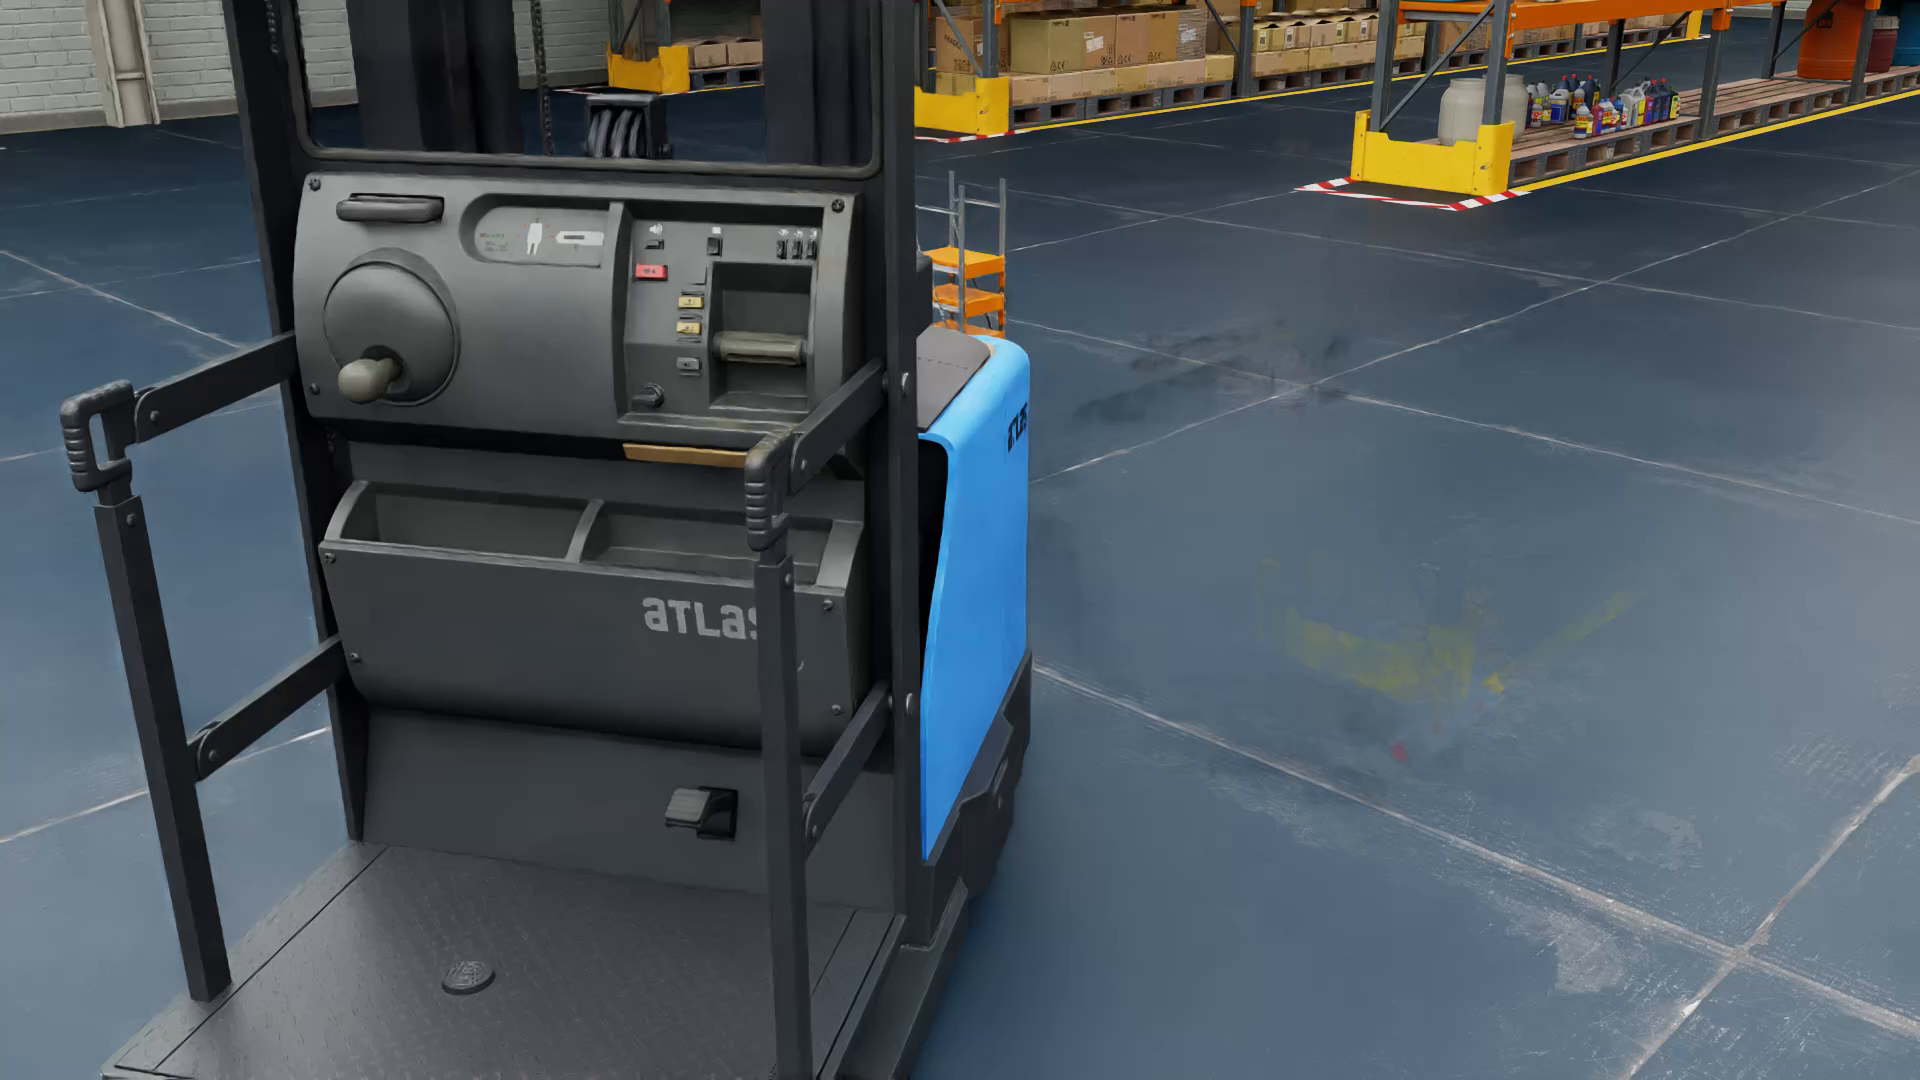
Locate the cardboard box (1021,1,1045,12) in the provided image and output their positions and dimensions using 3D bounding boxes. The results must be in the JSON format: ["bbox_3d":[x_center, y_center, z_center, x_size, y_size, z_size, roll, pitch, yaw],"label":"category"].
[{"bbox_3d":[0.749,-7.185,22.959,0.700,0.500,0.500,19,28,40],"label":"cardboard box"}]

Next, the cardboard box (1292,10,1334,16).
[{"bbox_3d":[4.241,-6.190,19.963,0.500,0.311,0.500,18,28,39],"label":"cardboard box"}]

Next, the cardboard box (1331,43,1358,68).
[{"bbox_3d":[4.276,-5.666,19.382,0.500,0.250,0.500,-20,28,-41],"label":"cardboard box"}]

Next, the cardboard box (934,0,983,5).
[{"bbox_3d":[-0.001,-7.251,22.084,0.500,0.250,0.500,19,28,40],"label":"cardboard box"}]

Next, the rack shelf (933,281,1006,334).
[{"bbox_3d":[-0.010,-0.739,5.279,0.258,0.103,0.180,19,28,41],"label":"rack shelf"}]

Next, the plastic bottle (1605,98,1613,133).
[{"bbox_3d":[5.297,-3.481,13.640,0.097,0.271,0.097,0,21,0],"label":"plastic bottle"}]

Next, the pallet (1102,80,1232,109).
[{"bbox_3d":[2.160,-4.821,17.822,1.003,0.211,1.213,19,28,41],"label":"pallet"}]

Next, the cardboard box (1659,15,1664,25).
[{"bbox_3d":[10.566,-8.001,25.545,0.380,0.166,0.250,19,28,41],"label":"cardboard box"}]

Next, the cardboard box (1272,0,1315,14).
[{"bbox_3d":[5.369,-8.807,27.206,0.700,0.500,0.500,20,29,41],"label":"cardboard box"}]

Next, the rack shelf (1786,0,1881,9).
[{"bbox_3d":[10.477,-6.282,18.740,1.077,0.370,4.000,19,28,41],"label":"rack shelf"}]

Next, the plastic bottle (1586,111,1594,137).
[{"bbox_3d":[5.061,-3.361,13.425,0.097,0.201,0.097,0,21,0],"label":"plastic bottle"}]

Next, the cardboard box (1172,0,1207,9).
[{"bbox_3d":[3.206,-8.156,25.023,0.750,0.750,0.750,19,28,40],"label":"cardboard box"}]

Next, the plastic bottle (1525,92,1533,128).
[{"bbox_3d":[4.740,-3.598,13.927,0.061,0.283,0.133,19,28,41],"label":"plastic bottle"}]

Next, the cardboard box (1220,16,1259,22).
[{"bbox_3d":[3.180,-5.802,18.953,0.500,0.311,0.500,-19,28,-41],"label":"cardboard box"}]

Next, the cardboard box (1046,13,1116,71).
[{"bbox_3d":[1.175,-4.893,16.327,0.500,0.500,0.500,19,28,41],"label":"cardboard box"}]

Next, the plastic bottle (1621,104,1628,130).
[{"bbox_3d":[5.510,-3.527,13.856,0.097,0.201,0.097,0,21,0],"label":"plastic bottle"}]

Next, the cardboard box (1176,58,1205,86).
[{"bbox_3d":[2.222,-4.929,17.464,0.500,0.250,0.500,19,28,41],"label":"cardboard box"}]

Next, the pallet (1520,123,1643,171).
[{"bbox_3d":[4.941,-3.296,13.857,1.003,0.211,1.213,19,28,41],"label":"pallet"}]

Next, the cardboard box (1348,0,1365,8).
[{"bbox_3d":[6.448,-9.206,28.243,0.700,0.500,0.500,18,27,39],"label":"cardboard box"}]

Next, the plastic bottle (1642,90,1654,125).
[{"bbox_3d":[5.830,-3.674,14.124,0.133,0.283,0.061,-18,27,-39],"label":"plastic bottle"}]

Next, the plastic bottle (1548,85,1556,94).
[{"bbox_3d":[5.154,-3.829,14.528,0.133,0.283,0.061,-19,28,-40],"label":"plastic bottle"}]

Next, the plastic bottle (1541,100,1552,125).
[{"bbox_3d":[4.990,-3.646,14.168,0.097,0.201,0.097,0,21,0],"label":"plastic bottle"}]

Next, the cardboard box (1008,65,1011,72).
[{"bbox_3d":[0.457,-4.544,16.462,0.500,0.250,0.500,19,28,41],"label":"cardboard box"}]

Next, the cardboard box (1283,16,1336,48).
[{"bbox_3d":[3.924,-5.795,18.936,0.500,0.311,0.500,18,27,39],"label":"cardboard box"}]

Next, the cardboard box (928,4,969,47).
[{"bbox_3d":[-0.306,-6.787,21.922,0.500,0.500,0.700,-19,28,-40],"label":"cardboard box"}]

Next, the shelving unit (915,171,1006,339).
[{"bbox_3d":[-0.010,-0.556,5.350,0.258,1.200,0.189,19,28,41],"label":"shelving unit"}]

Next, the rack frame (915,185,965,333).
[{"bbox_3d":[-0.074,-0.533,5.288,0.240,1.200,0.006,19,28,41],"label":"rack frame"}]

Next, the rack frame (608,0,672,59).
[{"bbox_3d":[-3.598,-6.527,18.374,1.000,3.000,0.127,19,28,41],"label":"rack frame"}]

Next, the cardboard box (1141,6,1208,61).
[{"bbox_3d":[2.220,-5.279,17.331,0.500,0.500,0.500,19,28,41],"label":"cardboard box"}]

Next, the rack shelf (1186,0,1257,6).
[{"bbox_3d":[4.140,-6.494,19.293,1.077,0.370,4.000,19,28,41],"label":"rack shelf"}]

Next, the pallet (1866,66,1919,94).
[{"bbox_3d":[10.452,-5.327,19.140,1.003,0.211,1.213,19,28,41],"label":"pallet"}]

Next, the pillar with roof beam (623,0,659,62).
[{"bbox_3d":[-0.645,-8.646,15.526,9.100,9.000,0.400,19,28,41],"label":"pillar with roof beam"}]

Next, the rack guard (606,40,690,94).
[{"bbox_3d":[-3.545,-5.379,18.874,1.175,0.500,0.348,19,28,41],"label":"rack guard"}]

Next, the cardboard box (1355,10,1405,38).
[{"bbox_3d":[4.988,-6.187,19.956,0.500,0.311,0.500,19,28,40],"label":"cardboard box"}]

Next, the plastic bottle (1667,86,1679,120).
[{"bbox_3d":[6.192,-3.807,14.470,0.133,0.283,0.061,-18,28,-39],"label":"plastic bottle"}]

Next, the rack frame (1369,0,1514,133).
[{"bbox_3d":[3.500,-4.047,11.923,1.000,3.000,0.127,19,28,41],"label":"rack frame"}]

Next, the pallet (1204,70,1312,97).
[{"bbox_3d":[3.231,-5.214,18.845,1.003,0.211,1.213,19,28,41],"label":"pallet"}]

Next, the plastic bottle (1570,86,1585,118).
[{"bbox_3d":[5.416,-3.836,14.564,0.097,0.271,0.097,0,21,0],"label":"plastic bottle"}]

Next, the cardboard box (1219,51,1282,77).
[{"bbox_3d":[3.203,-5.270,18.353,0.500,0.250,0.500,18,28,39],"label":"cardboard box"}]

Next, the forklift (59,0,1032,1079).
[{"bbox_3d":[-0.664,-0.356,2.417,1.130,2.935,3.031,5,22,12],"label":"forklift"}]

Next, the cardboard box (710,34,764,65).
[{"bbox_3d":[-2.653,-5.779,19.563,0.500,0.311,0.500,-17,27,-38],"label":"cardboard box"}]

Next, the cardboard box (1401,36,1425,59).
[{"bbox_3d":[5.343,-6.061,20.409,0.500,0.250,0.500,-19,28,-41],"label":"cardboard box"}]

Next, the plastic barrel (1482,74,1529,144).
[{"bbox_3d":[4.255,-3.399,13.119,0.421,0.512,0.421,0,21,0],"label":"plastic barrel"}]

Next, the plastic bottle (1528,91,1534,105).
[{"bbox_3d":[4.760,-3.657,14.090,0.152,0.276,0.135,18,28,39],"label":"plastic bottle"}]

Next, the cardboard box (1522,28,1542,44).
[{"bbox_3d":[7.485,-6.959,22.369,0.500,0.500,0.500,20,29,41],"label":"cardboard box"}]

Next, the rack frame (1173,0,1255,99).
[{"bbox_3d":[2.745,-6.316,17.826,1.000,3.000,0.127,19,28,41],"label":"rack frame"}]

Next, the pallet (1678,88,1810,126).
[{"bbox_3d":[7.662,-4.300,16.469,1.003,0.211,1.213,19,28,41],"label":"pallet"}]

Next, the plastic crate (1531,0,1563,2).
[{"bbox_3d":[4.355,-4.074,12.360,0.298,0.136,0.250,19,28,41],"label":"plastic crate"}]

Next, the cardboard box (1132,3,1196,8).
[{"bbox_3d":[2.197,-5.538,18.004,0.500,0.500,0.500,19,28,41],"label":"cardboard box"}]

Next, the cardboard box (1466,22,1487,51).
[{"bbox_3d":[6.418,-6.564,21.343,0.500,0.500,0.500,18,27,39],"label":"cardboard box"}]

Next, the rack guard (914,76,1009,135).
[{"bbox_3d":[-0.063,-4.115,15.584,1.175,0.500,0.348,19,28,41],"label":"rack guard"}]

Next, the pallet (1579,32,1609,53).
[{"bbox_3d":[8.805,-7.247,24.136,1.003,0.211,1.213,19,28,41],"label":"pallet"}]

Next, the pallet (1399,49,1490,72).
[{"bbox_3d":[6.083,-6.225,21.476,1.003,0.211,1.213,19,28,41],"label":"pallet"}]

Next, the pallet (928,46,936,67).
[{"bbox_3d":[-0.265,-6.454,22.071,1.003,0.211,1.213,19,28,41],"label":"pallet"}]

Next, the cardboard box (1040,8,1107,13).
[{"bbox_3d":[1.152,-5.152,16.999,0.500,0.500,0.500,19,28,41],"label":"cardboard box"}]

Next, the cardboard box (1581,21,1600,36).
[{"bbox_3d":[8.773,-7.377,23.720,0.500,0.311,0.500,19,28,41],"label":"cardboard box"}]

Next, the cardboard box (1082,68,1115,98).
[{"bbox_3d":[1.183,-4.540,16.454,0.500,0.250,0.500,19,28,41],"label":"cardboard box"}]

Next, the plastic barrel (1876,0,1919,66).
[{"bbox_3d":[10.986,-6.031,19.424,0.600,0.901,0.708,19,28,41],"label":"plastic barrel"}]

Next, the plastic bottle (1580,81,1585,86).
[{"bbox_3d":[5.549,-3.947,14.846,0.135,0.276,0.152,-19,28,-40],"label":"plastic bottle"}]

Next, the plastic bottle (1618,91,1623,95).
[{"bbox_3d":[5.598,-3.662,14.094,0.061,0.283,0.133,19,28,41],"label":"plastic bottle"}]
